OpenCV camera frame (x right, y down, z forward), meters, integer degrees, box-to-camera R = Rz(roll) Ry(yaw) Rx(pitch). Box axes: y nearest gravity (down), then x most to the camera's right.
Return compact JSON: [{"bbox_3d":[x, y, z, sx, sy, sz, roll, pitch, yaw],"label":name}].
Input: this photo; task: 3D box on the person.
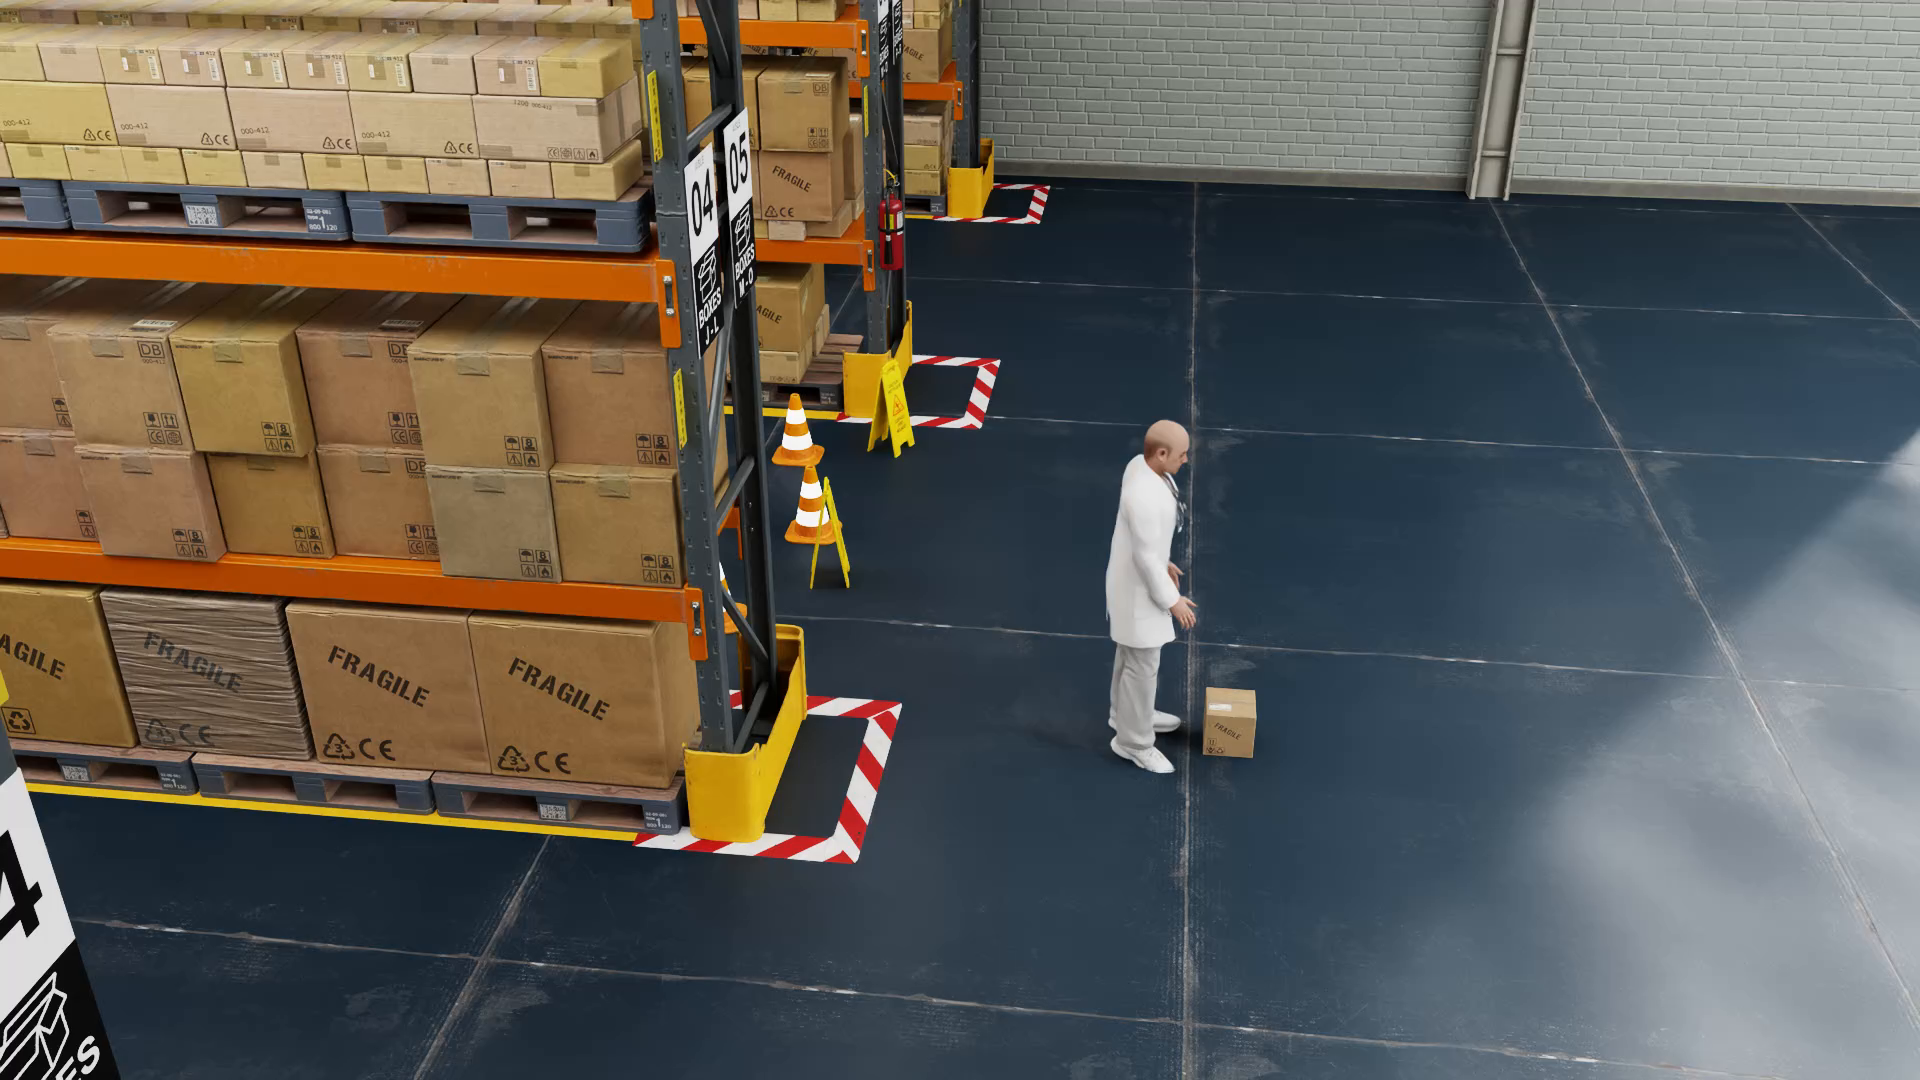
[{"bbox_3d":[0.938,0.259,8.188,0.446,1.836,0.591,3,28,6],"label":"person"}]
